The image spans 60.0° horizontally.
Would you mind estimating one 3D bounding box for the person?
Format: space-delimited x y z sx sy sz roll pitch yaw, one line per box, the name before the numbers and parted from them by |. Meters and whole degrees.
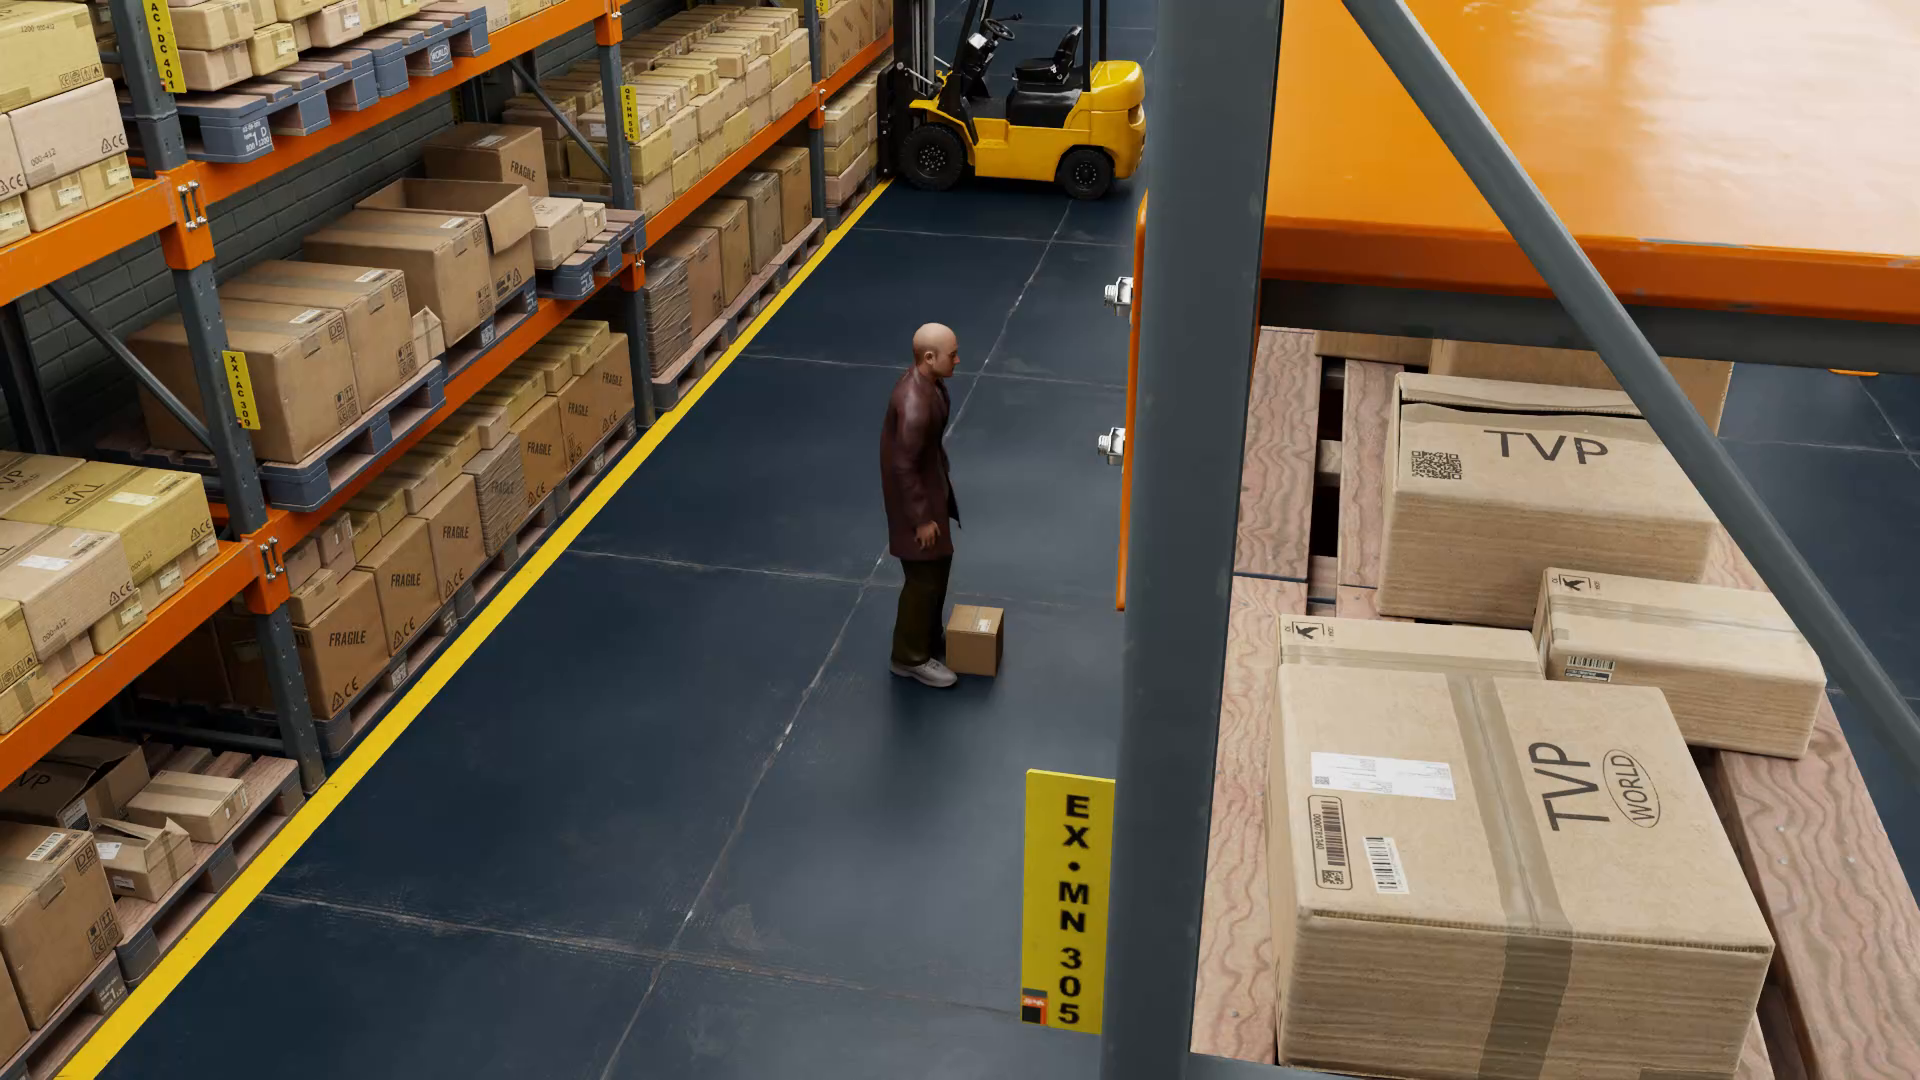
person | -0.166 -0.118 8.050 0.418 1.591 0.656 5 29 8
